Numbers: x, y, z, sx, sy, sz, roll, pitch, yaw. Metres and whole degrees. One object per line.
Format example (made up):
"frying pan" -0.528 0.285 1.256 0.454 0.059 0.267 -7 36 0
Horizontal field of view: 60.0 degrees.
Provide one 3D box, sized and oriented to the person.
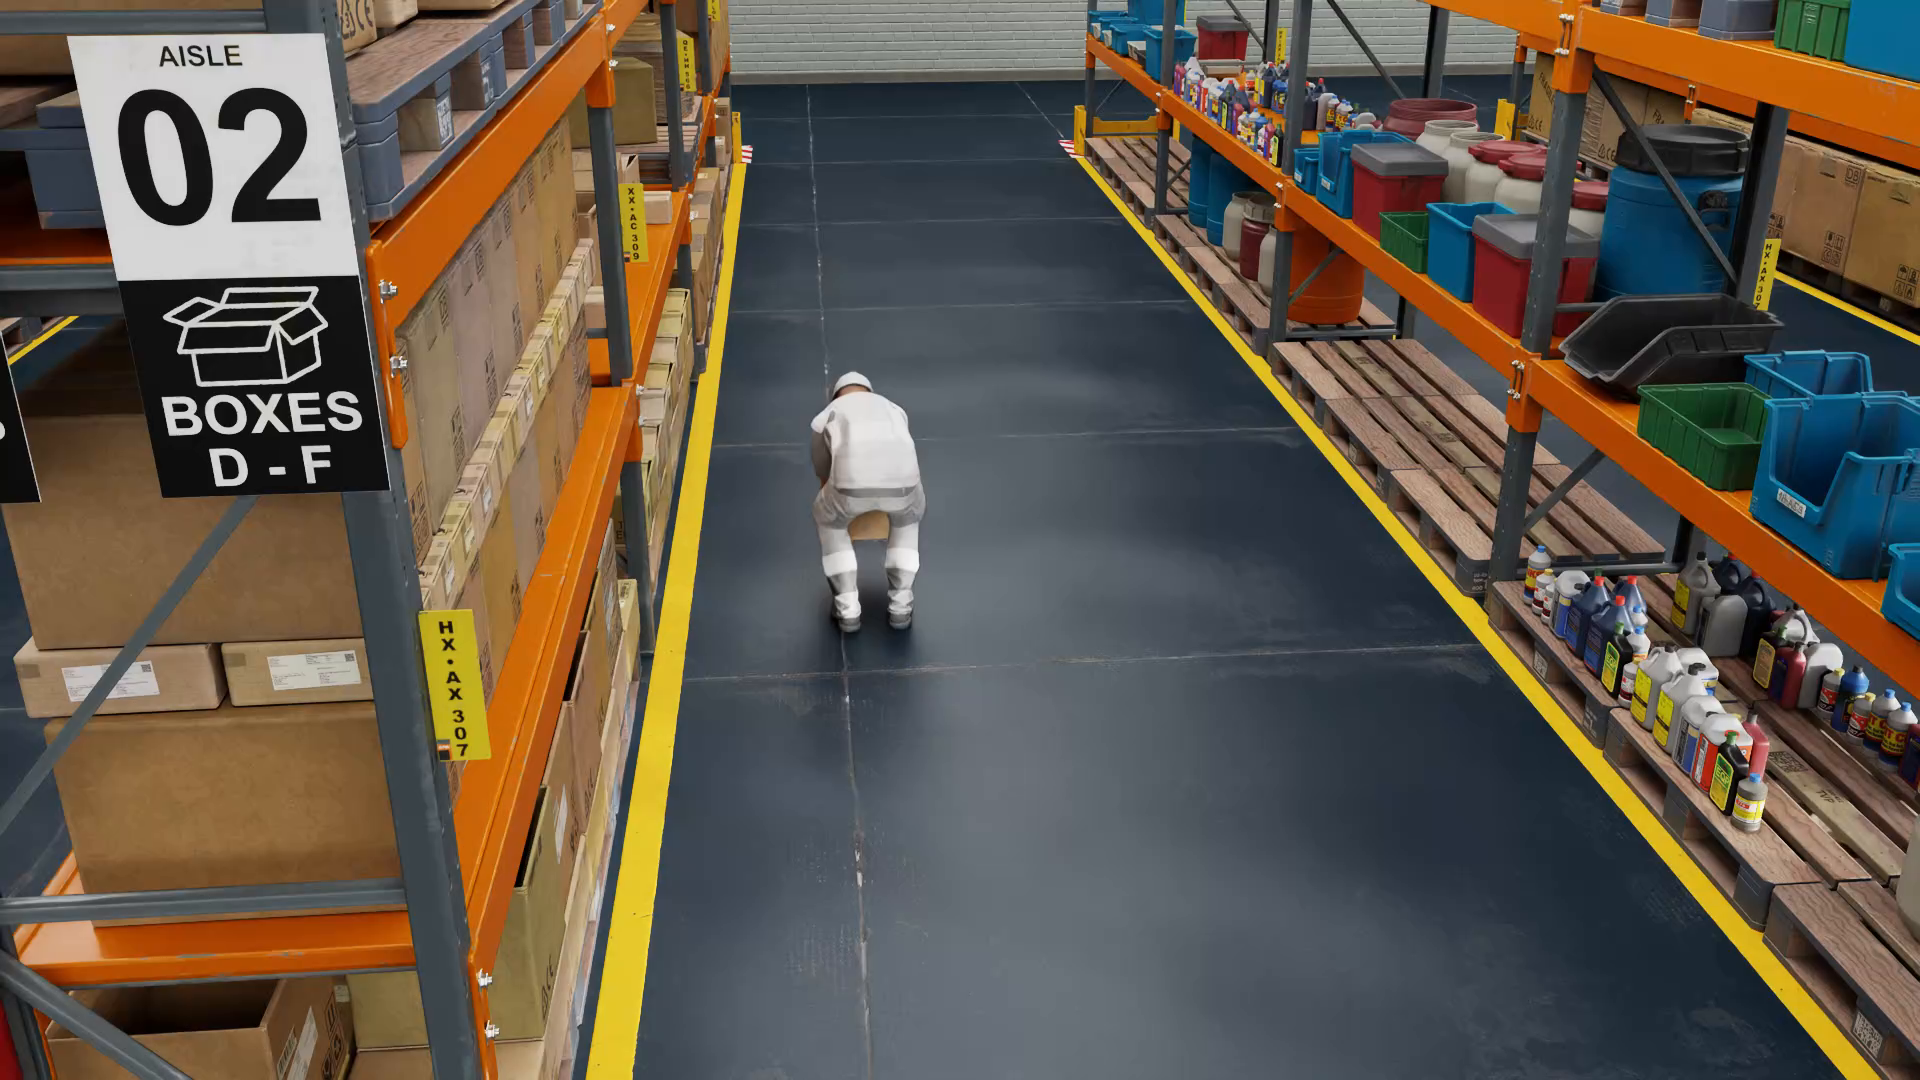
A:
"person" -0.445 -0.179 7.897 0.530 1.055 0.958 -4 24 -8
